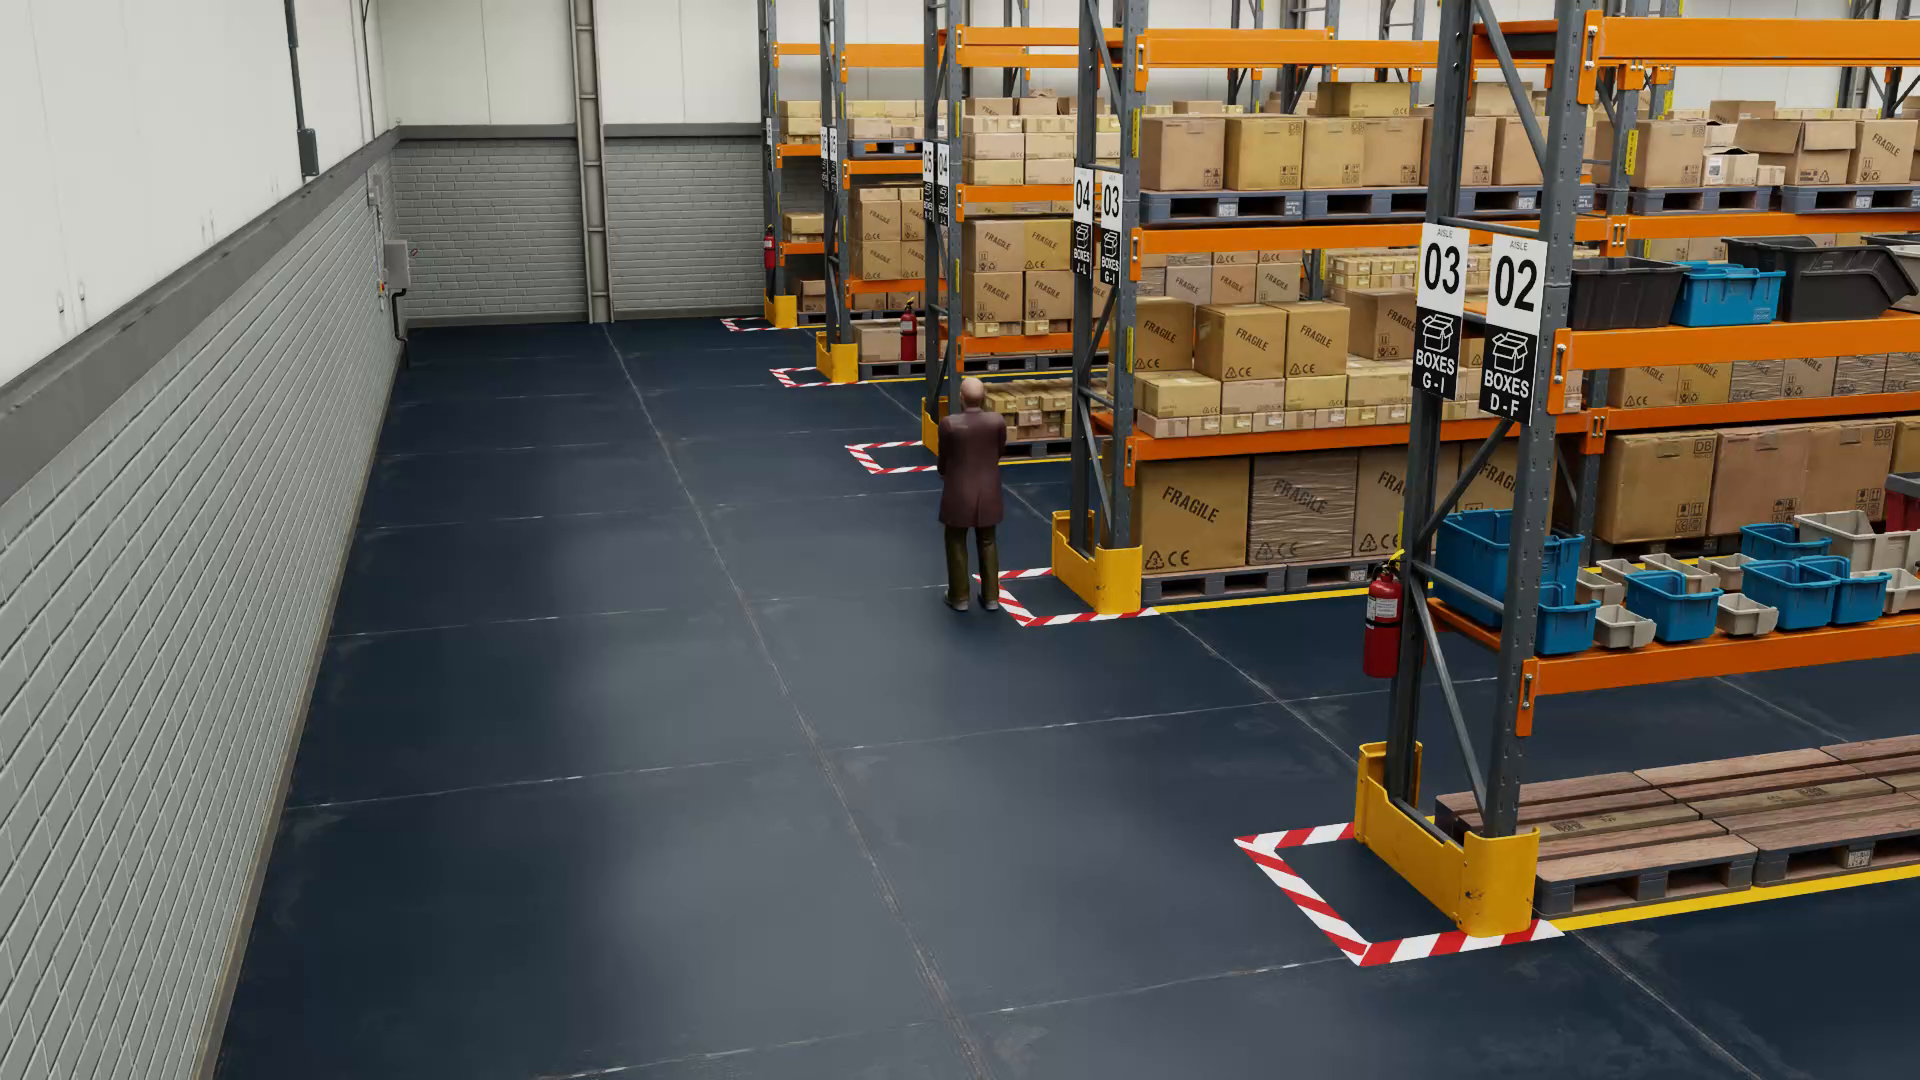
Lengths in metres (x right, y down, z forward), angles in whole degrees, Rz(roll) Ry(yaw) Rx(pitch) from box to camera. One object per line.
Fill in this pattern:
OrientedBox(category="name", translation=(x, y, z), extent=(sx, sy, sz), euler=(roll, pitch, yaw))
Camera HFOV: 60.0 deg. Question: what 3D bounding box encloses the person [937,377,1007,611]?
OrientedBox(category="person", translation=(0.057, -0.370, 12.380), extent=(0.530, 1.770, 0.563), euler=(-4, 16, -14))
